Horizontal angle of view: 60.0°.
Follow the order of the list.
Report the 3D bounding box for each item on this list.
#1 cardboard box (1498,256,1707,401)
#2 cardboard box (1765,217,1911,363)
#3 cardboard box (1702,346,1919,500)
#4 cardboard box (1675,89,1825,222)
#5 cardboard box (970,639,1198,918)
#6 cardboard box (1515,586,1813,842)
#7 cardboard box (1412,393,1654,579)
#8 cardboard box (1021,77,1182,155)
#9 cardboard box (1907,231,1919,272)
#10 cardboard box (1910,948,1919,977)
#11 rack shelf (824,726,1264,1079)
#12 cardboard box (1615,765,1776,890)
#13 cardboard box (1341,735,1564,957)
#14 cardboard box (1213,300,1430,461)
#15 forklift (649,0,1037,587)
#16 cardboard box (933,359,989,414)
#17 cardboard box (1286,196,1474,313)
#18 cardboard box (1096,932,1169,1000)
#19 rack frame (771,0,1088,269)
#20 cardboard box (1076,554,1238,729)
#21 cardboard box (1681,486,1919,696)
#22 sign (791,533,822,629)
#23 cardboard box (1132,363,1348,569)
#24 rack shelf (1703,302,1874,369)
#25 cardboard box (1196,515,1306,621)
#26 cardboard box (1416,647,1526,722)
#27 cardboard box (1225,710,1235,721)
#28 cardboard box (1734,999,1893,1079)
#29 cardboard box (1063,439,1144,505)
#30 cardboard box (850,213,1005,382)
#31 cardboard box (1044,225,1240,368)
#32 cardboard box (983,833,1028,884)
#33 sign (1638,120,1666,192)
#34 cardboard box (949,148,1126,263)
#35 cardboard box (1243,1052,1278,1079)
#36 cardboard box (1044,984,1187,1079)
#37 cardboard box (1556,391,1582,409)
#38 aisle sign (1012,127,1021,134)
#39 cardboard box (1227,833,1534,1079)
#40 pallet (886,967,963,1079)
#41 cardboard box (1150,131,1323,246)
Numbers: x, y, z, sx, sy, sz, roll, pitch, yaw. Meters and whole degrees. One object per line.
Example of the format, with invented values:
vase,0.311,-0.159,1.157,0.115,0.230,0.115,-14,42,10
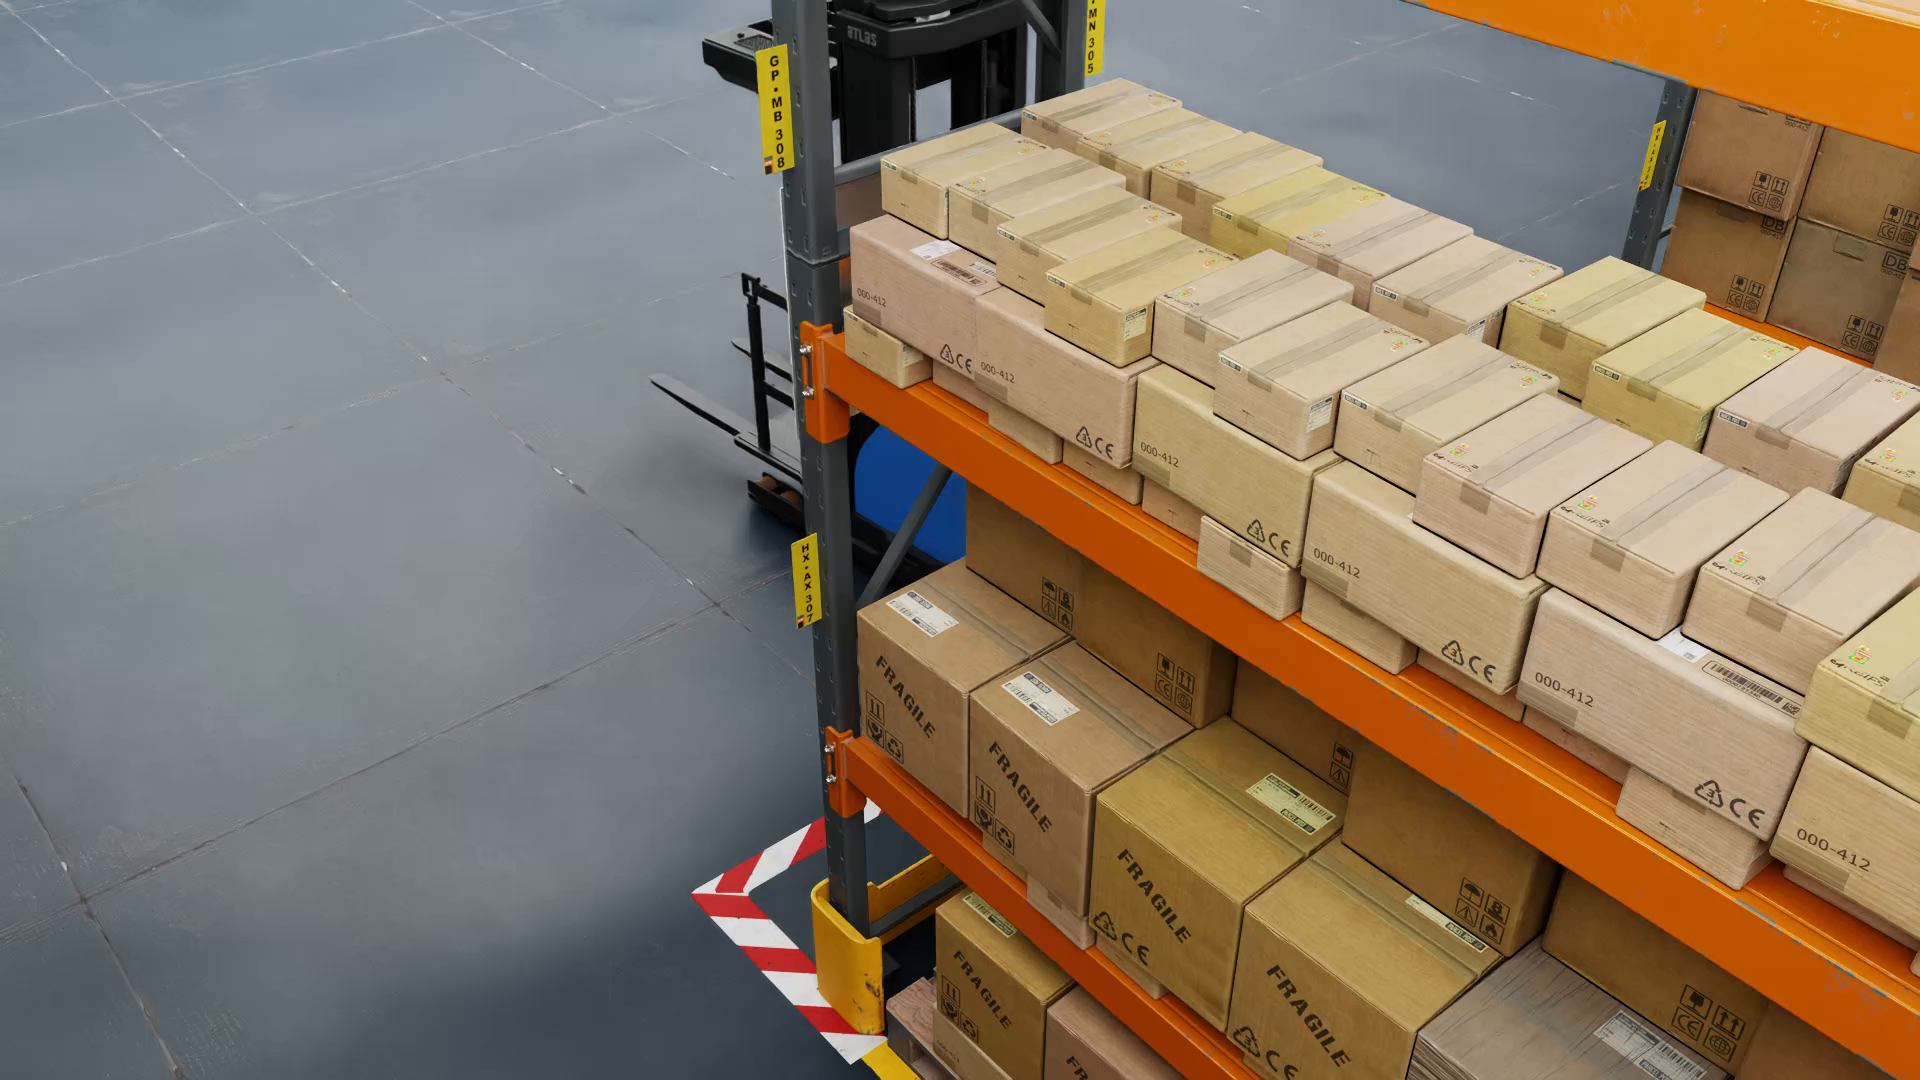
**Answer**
cardboard box,1.404,-0.465,3.644,0.380,0.149,0.250,-25,42,-31
cardboard box,4.307,-1.292,7.750,0.875,0.550,0.550,-26,43,-32
cardboard box,1.690,-0.218,3.295,0.380,0.149,0.250,-27,43,-32
cardboard box,3.871,-1.936,7.725,0.875,0.550,0.550,-26,43,-32
cardboard box,0.376,0.657,4.785,0.500,0.500,0.500,-25,42,-30
cardboard box,1.391,0.213,3.033,0.500,0.250,0.500,-27,43,-32
cardboard box,1.082,-0.110,3.143,0.380,0.149,0.250,-25,43,-31
cardboard box,0.389,-1.129,4.582,0.380,0.149,0.250,-26,43,-31
cardboard box,4.554,-1.429,7.010,0.875,0.550,0.550,-26,43,-32
cardboard box,1.811,0.649,2.761,0.380,0.149,0.250,-26,43,-31
rack shelf,1.236,1.455,4.623,1.077,0.370,4.000,-26,43,-32
cardboard box,1.437,0.438,3.060,0.380,0.149,0.250,-25,42,-31
cardboard box,1.386,0.538,4.088,0.700,0.500,0.500,-26,43,-32
cardboard box,0.752,-0.338,3.466,0.380,0.149,0.250,-25,42,-31
forklift,-0.486,-1.478,8.203,3.031,2.935,1.130,30,45,35
cardboard box,0.149,-0.493,4.374,0.380,0.149,0.250,-28,44,-33
cardboard box,0.981,-0.653,3.910,0.380,0.149,0.250,-26,43,-32
cardboard box,0.610,1.093,4.730,0.380,0.149,0.250,-25,42,-31
rack frame,-0.055,-2.170,3.928,1.000,3.000,0.127,-26,43,-32
cardboard box,0.762,0.079,4.736,0.700,0.500,0.500,-26,43,-31
cardboard box,1.471,0.085,2.868,0.380,0.149,0.250,-27,43,-33
sign,-0.469,0.128,5.126,0.100,0.325,0.005,-26,43,-32
cardboard box,0.736,-0.239,3.671,0.500,0.250,0.500,-25,42,-31
rack shelf,4.952,-0.436,7.293,1.077,0.370,4.000,-26,43,-32
cardboard box,0.748,-0.006,3.687,0.380,0.149,0.250,-25,43,-31
cardboard box,1.165,0.180,3.424,0.380,0.149,0.250,-26,43,-32
cardboard box,0.825,0.476,5.040,0.500,0.500,0.500,-26,43,-32
cardboard box,2.095,0.966,3.483,0.700,0.500,0.500,-26,43,-32
cardboard box,0.472,-0.263,4.049,0.380,0.149,0.250,-26,43,-32
cardboard box,0.066,-0.684,4.299,0.500,0.250,0.500,-27,43,-33
cardboard box,0.413,-0.558,3.776,0.380,0.149,0.250,-26,43,-32
cardboard box,0.289,0.862,5.056,0.380,0.149,0.250,-28,44,-33
sign,3.233,-1.793,7.771,0.100,0.325,0.005,-26,43,-32
cardboard box,0.193,-0.830,4.160,0.380,0.149,0.250,-26,43,-32
cardboard box,0.974,1.315,4.417,0.380,0.149,0.250,-27,44,-33
cardboard box,0.611,1.622,5.132,0.500,0.500,0.500,-28,44,-33
cardboard box,1.471,-0.208,3.627,0.500,0.250,0.500,-26,43,-31
aisle sign,0.127,-0.918,5.102,0.394,0.787,0.004,-26,43,-32
cardboard box,1.040,1.103,4.155,0.500,0.500,0.500,-27,43,-33
pallet,0.491,1.822,5.896,1.003,0.211,1.213,-26,43,-32
cardboard box,0.705,-0.895,4.252,0.380,0.149,0.250,-27,43,-32
